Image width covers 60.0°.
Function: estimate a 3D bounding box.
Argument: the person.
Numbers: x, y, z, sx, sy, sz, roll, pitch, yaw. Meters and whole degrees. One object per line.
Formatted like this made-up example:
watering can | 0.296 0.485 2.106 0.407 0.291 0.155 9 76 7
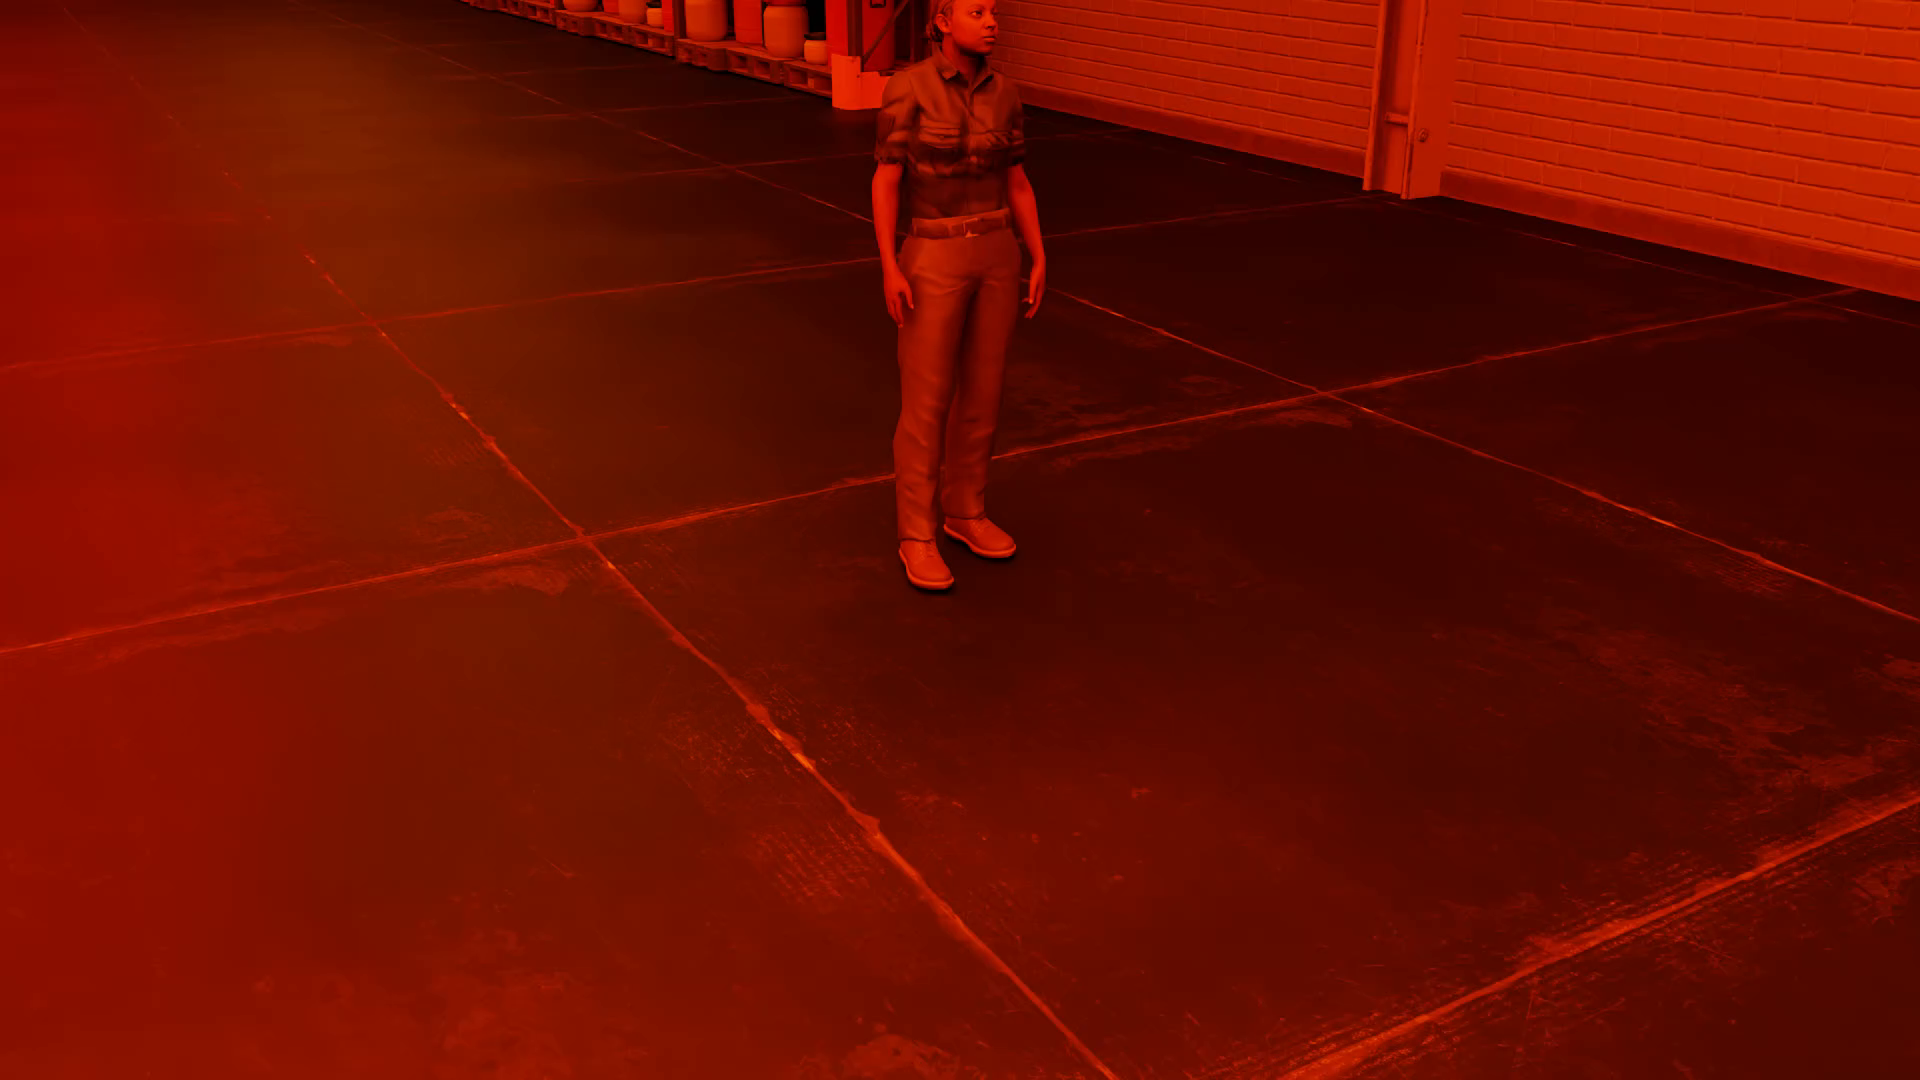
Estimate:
person | 0.027 -0.740 4.738 0.569 1.656 0.503 -12 25 -28
